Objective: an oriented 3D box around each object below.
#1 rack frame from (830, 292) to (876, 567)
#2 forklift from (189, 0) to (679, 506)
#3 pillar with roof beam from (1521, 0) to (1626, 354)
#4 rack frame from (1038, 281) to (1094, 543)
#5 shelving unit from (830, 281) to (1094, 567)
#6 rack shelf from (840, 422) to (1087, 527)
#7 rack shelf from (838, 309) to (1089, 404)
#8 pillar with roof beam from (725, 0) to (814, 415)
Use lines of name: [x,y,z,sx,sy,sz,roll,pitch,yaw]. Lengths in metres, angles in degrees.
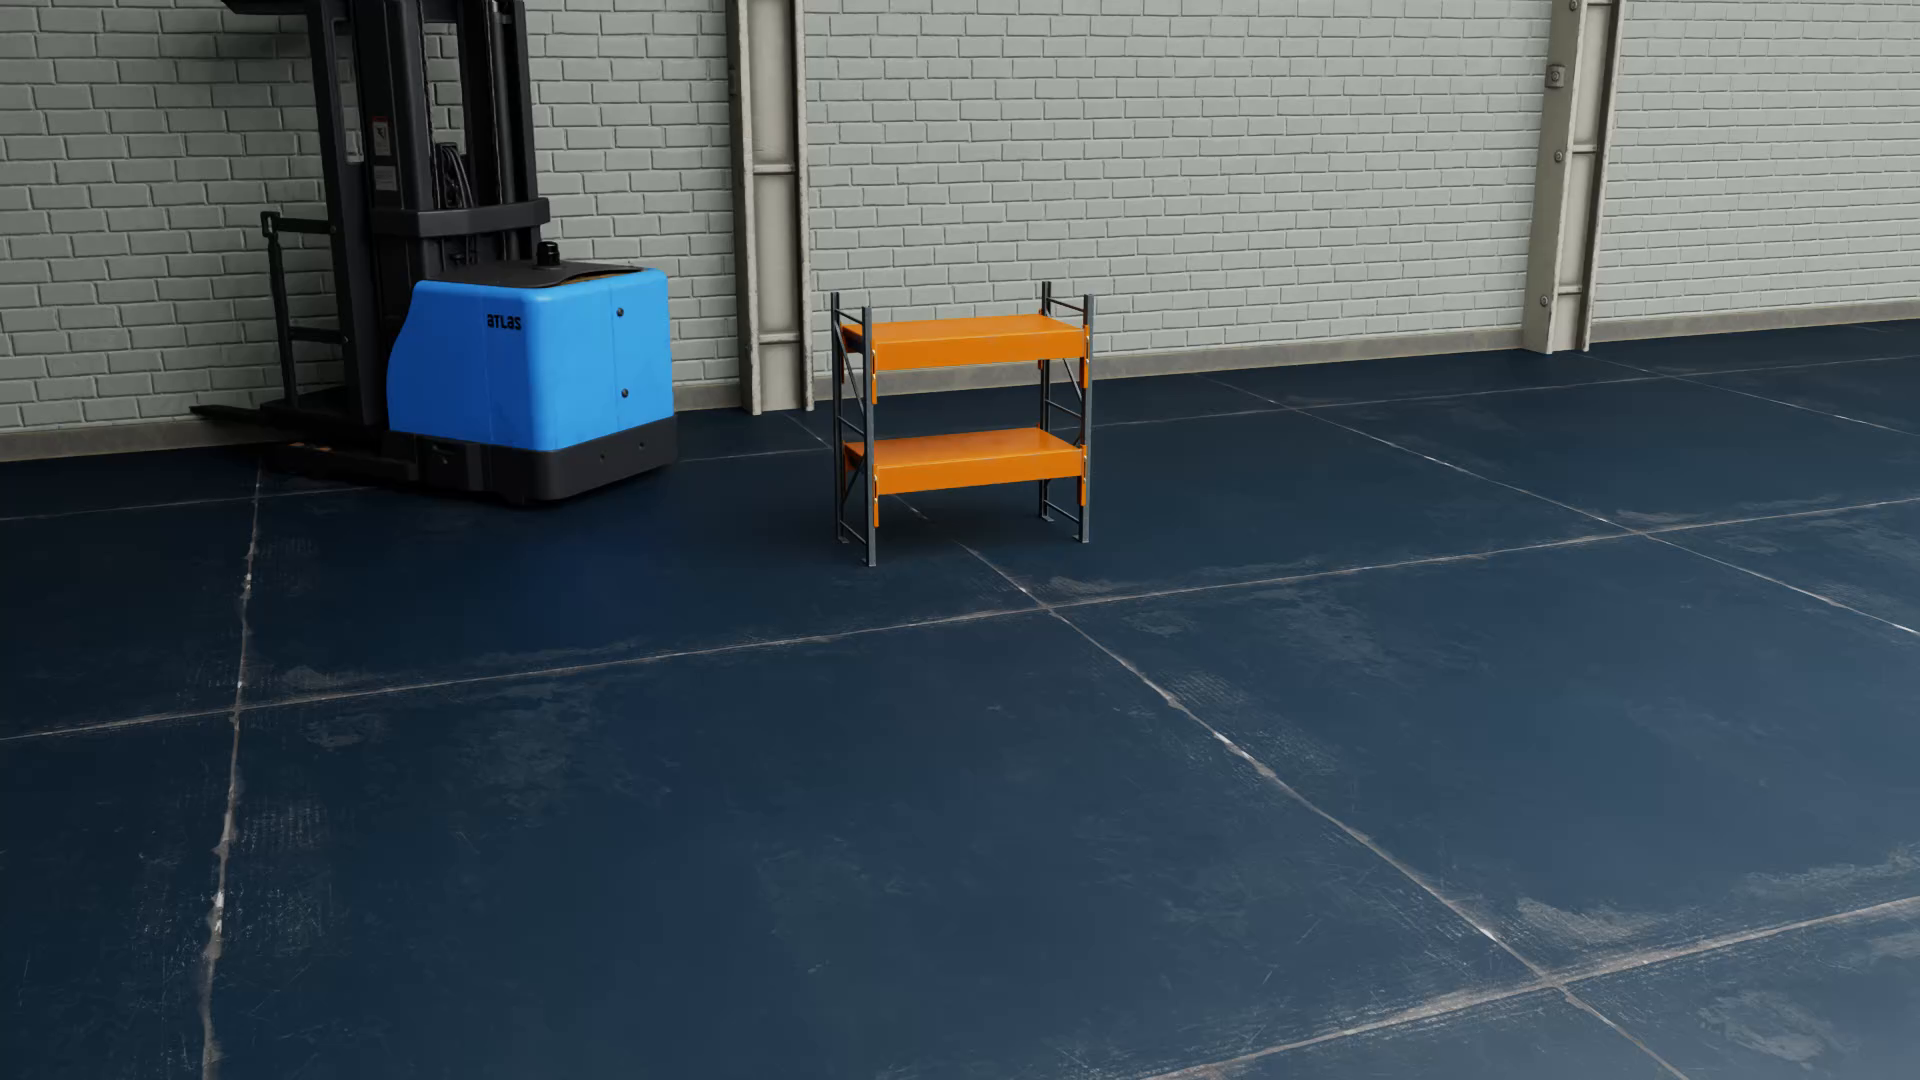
rack frame: [-0.468,-0.489,7.268,0.032,1.125,0.500,-6,17,-20]
forklift: [-3.028,-1.850,8.697,3.031,2.935,1.130,9,18,27]
pillar with roof beam: [5.998,-4.618,7.353,0.400,9.000,9.100,-6,17,-20]
rack frame: [0.481,-0.592,7.617,0.032,1.125,0.500,-6,17,-20]
shelving unit: [0.006,-0.540,7.442,1.048,1.125,0.538,-6,17,-20]
rack shelf: [0.006,-0.306,7.511,1.000,0.278,0.538,-6,17,-20]
rack shelf: [0.006,-0.821,7.360,1.000,0.278,0.538,-6,17,-20]
pillar with roof beam: [0.395,-4.013,5.293,0.400,9.000,9.100,-6,17,-20]
